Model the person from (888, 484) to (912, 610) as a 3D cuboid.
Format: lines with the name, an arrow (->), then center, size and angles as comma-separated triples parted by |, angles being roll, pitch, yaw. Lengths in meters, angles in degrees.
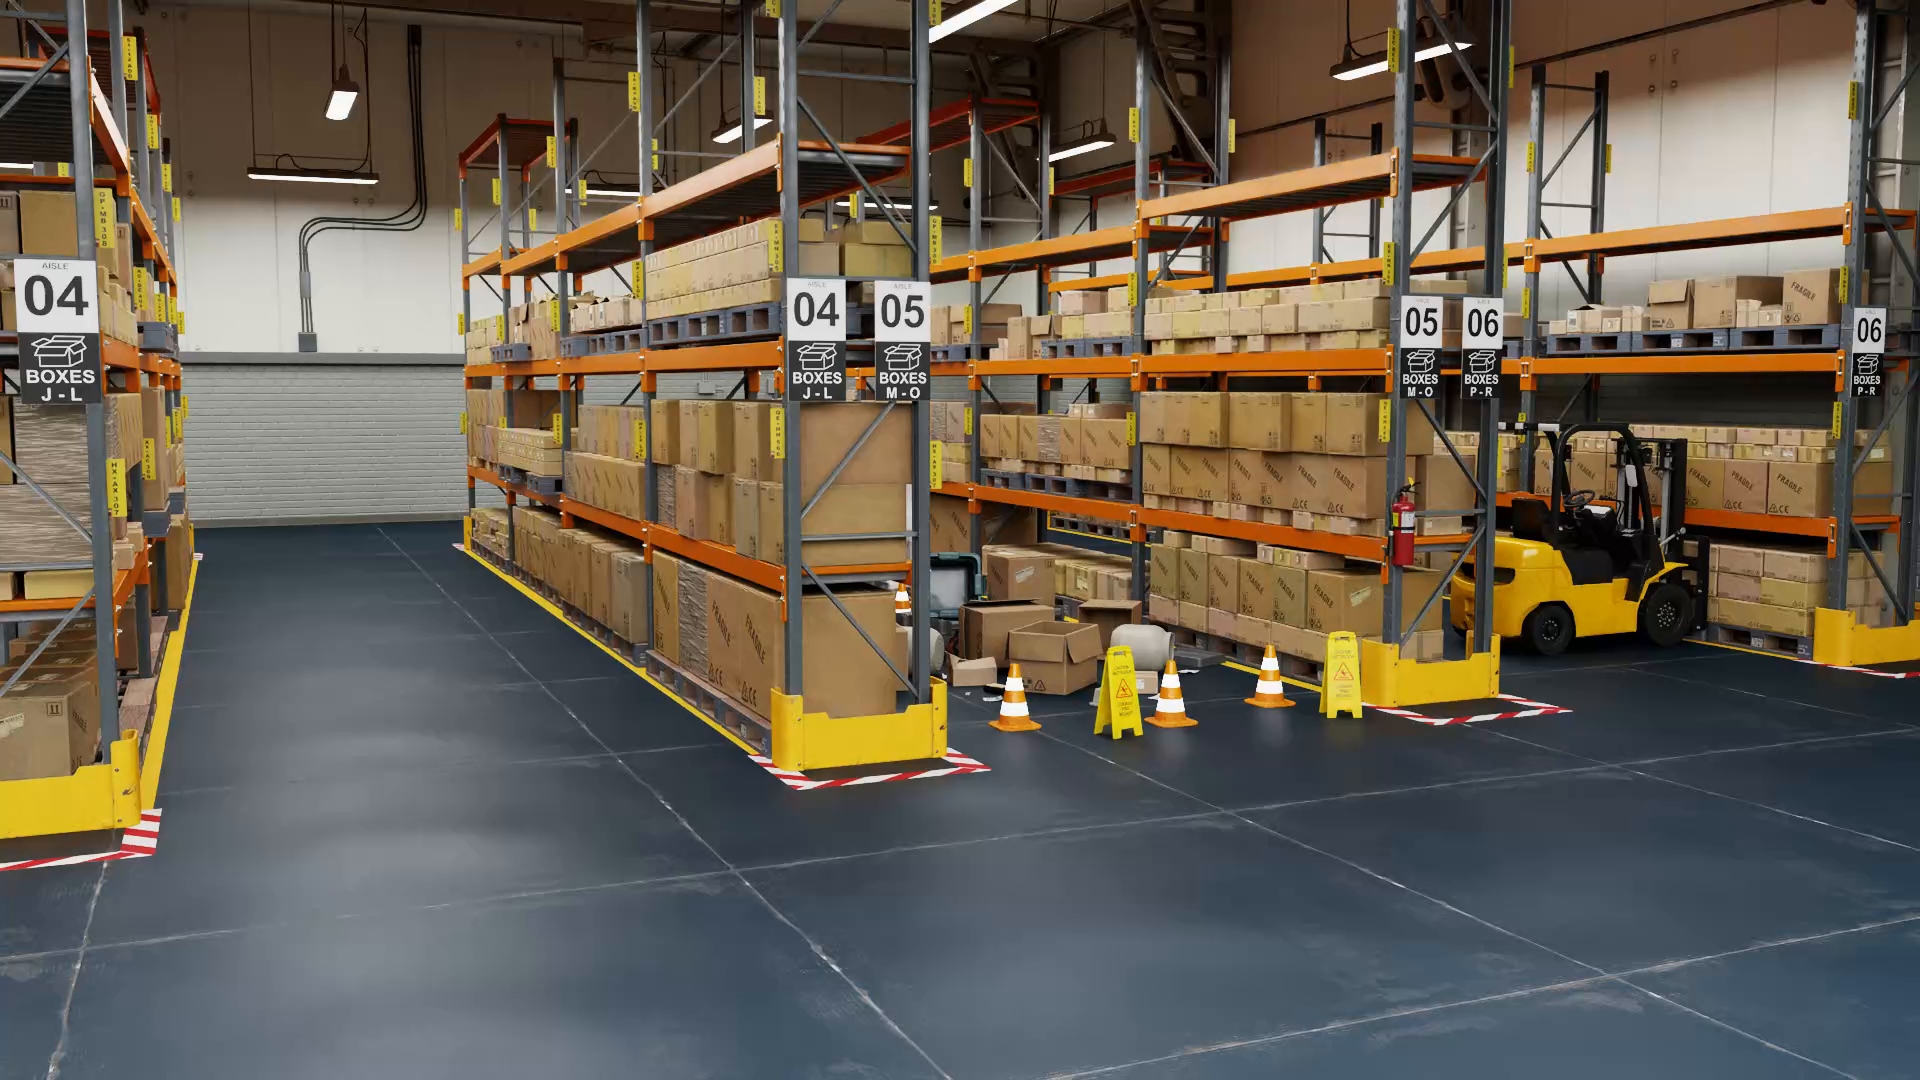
person -> -0.677, -0.099, 18.549 | 0.495, 1.785, 0.552 | -2, 6, -23
